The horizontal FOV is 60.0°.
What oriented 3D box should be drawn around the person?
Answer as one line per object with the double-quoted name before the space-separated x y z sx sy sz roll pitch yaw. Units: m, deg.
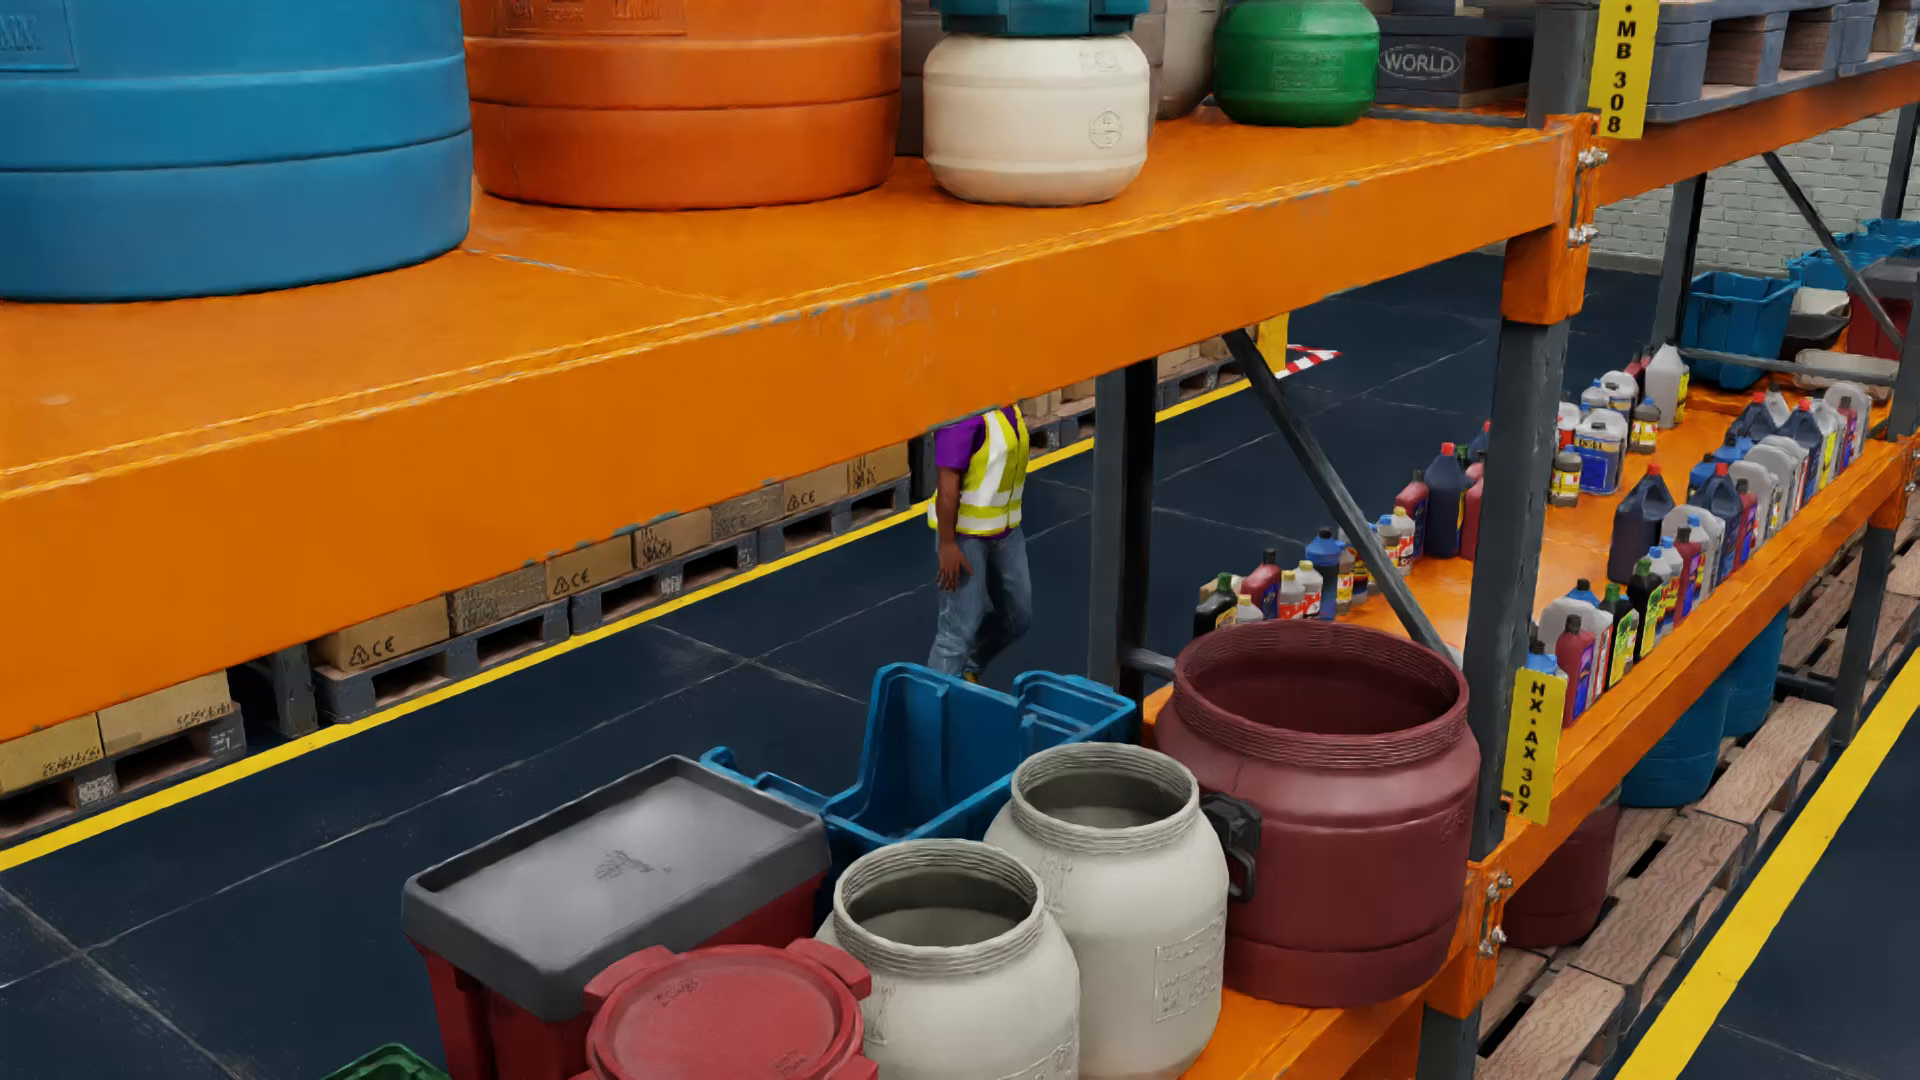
"person" 0.069 -0.033 6.656 0.523 1.733 0.684 12 24 31
